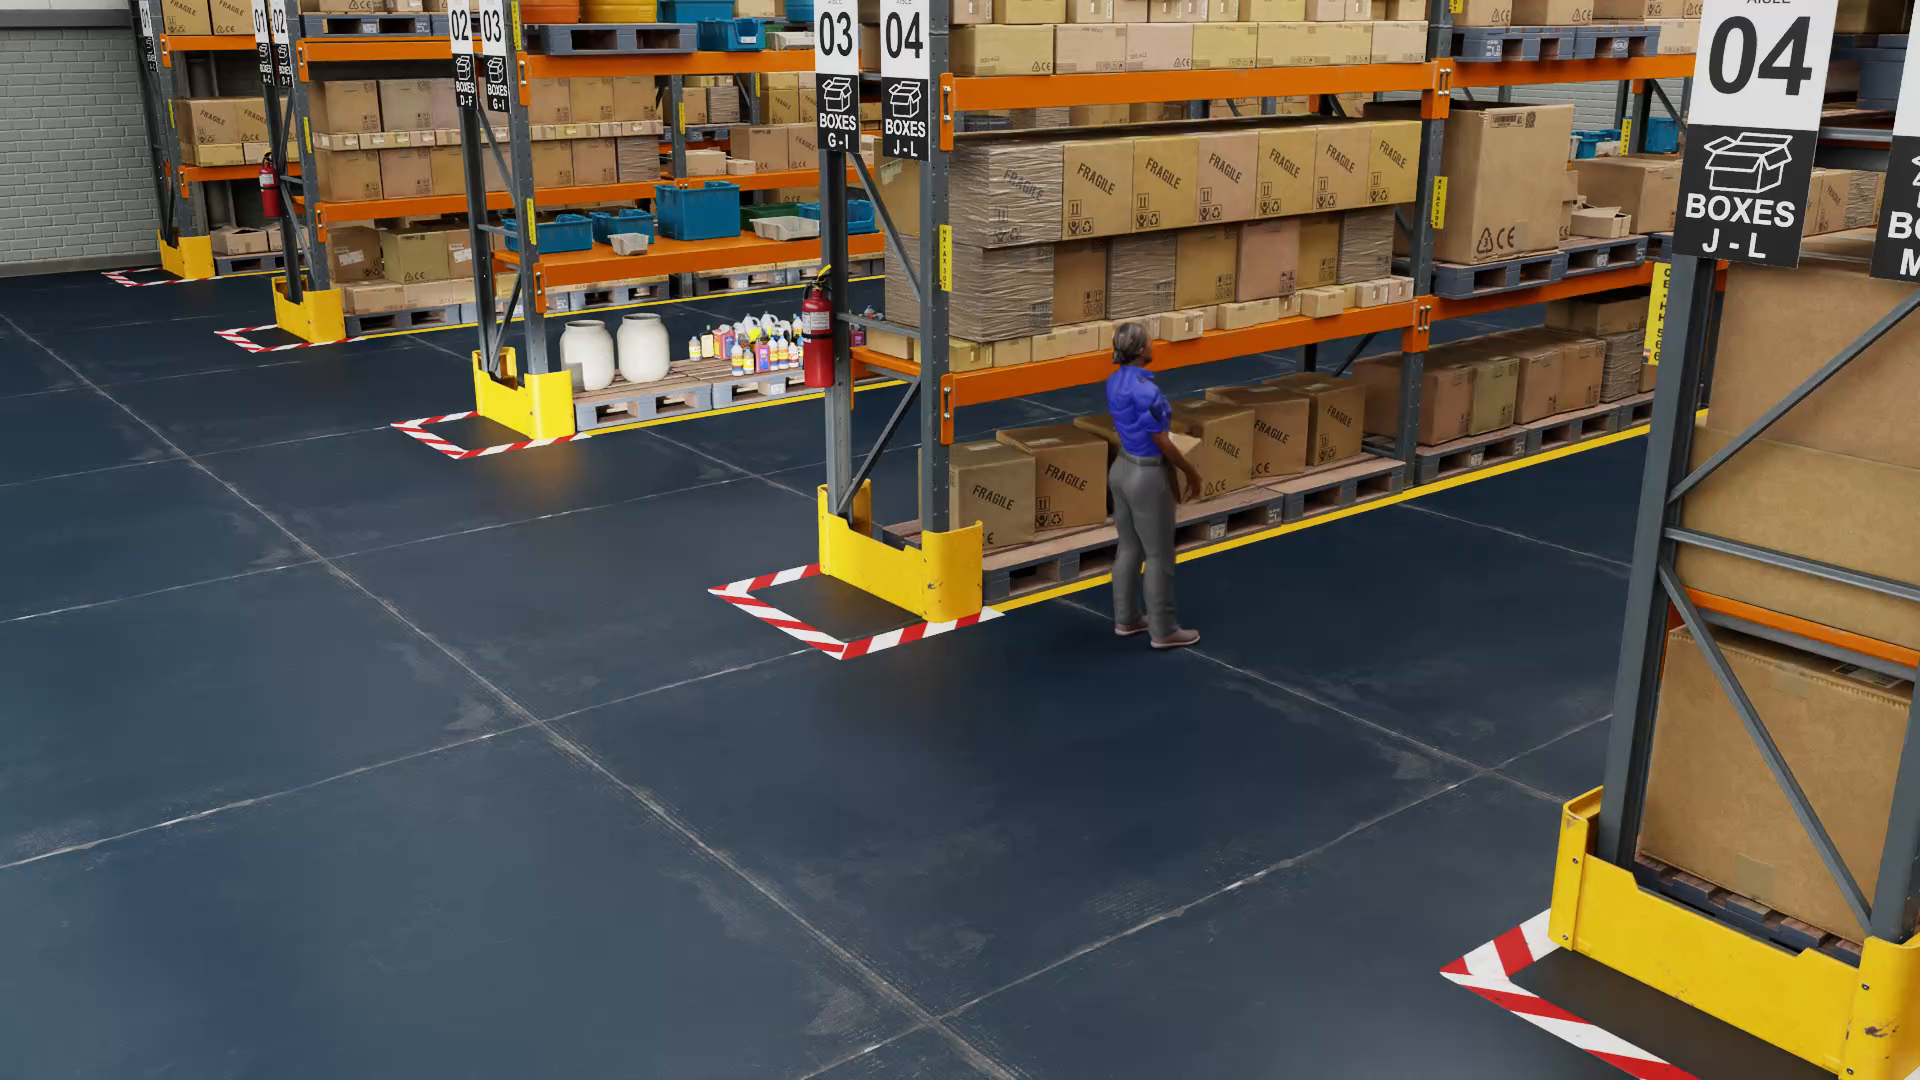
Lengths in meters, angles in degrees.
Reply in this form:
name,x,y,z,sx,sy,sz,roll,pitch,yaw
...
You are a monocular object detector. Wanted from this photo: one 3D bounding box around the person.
name,x,y,z,sx,sy,sz,roll,pitch,yaw
person,0.968,-0.290,8.448,0.470,1.656,0.482,-7,19,-20
